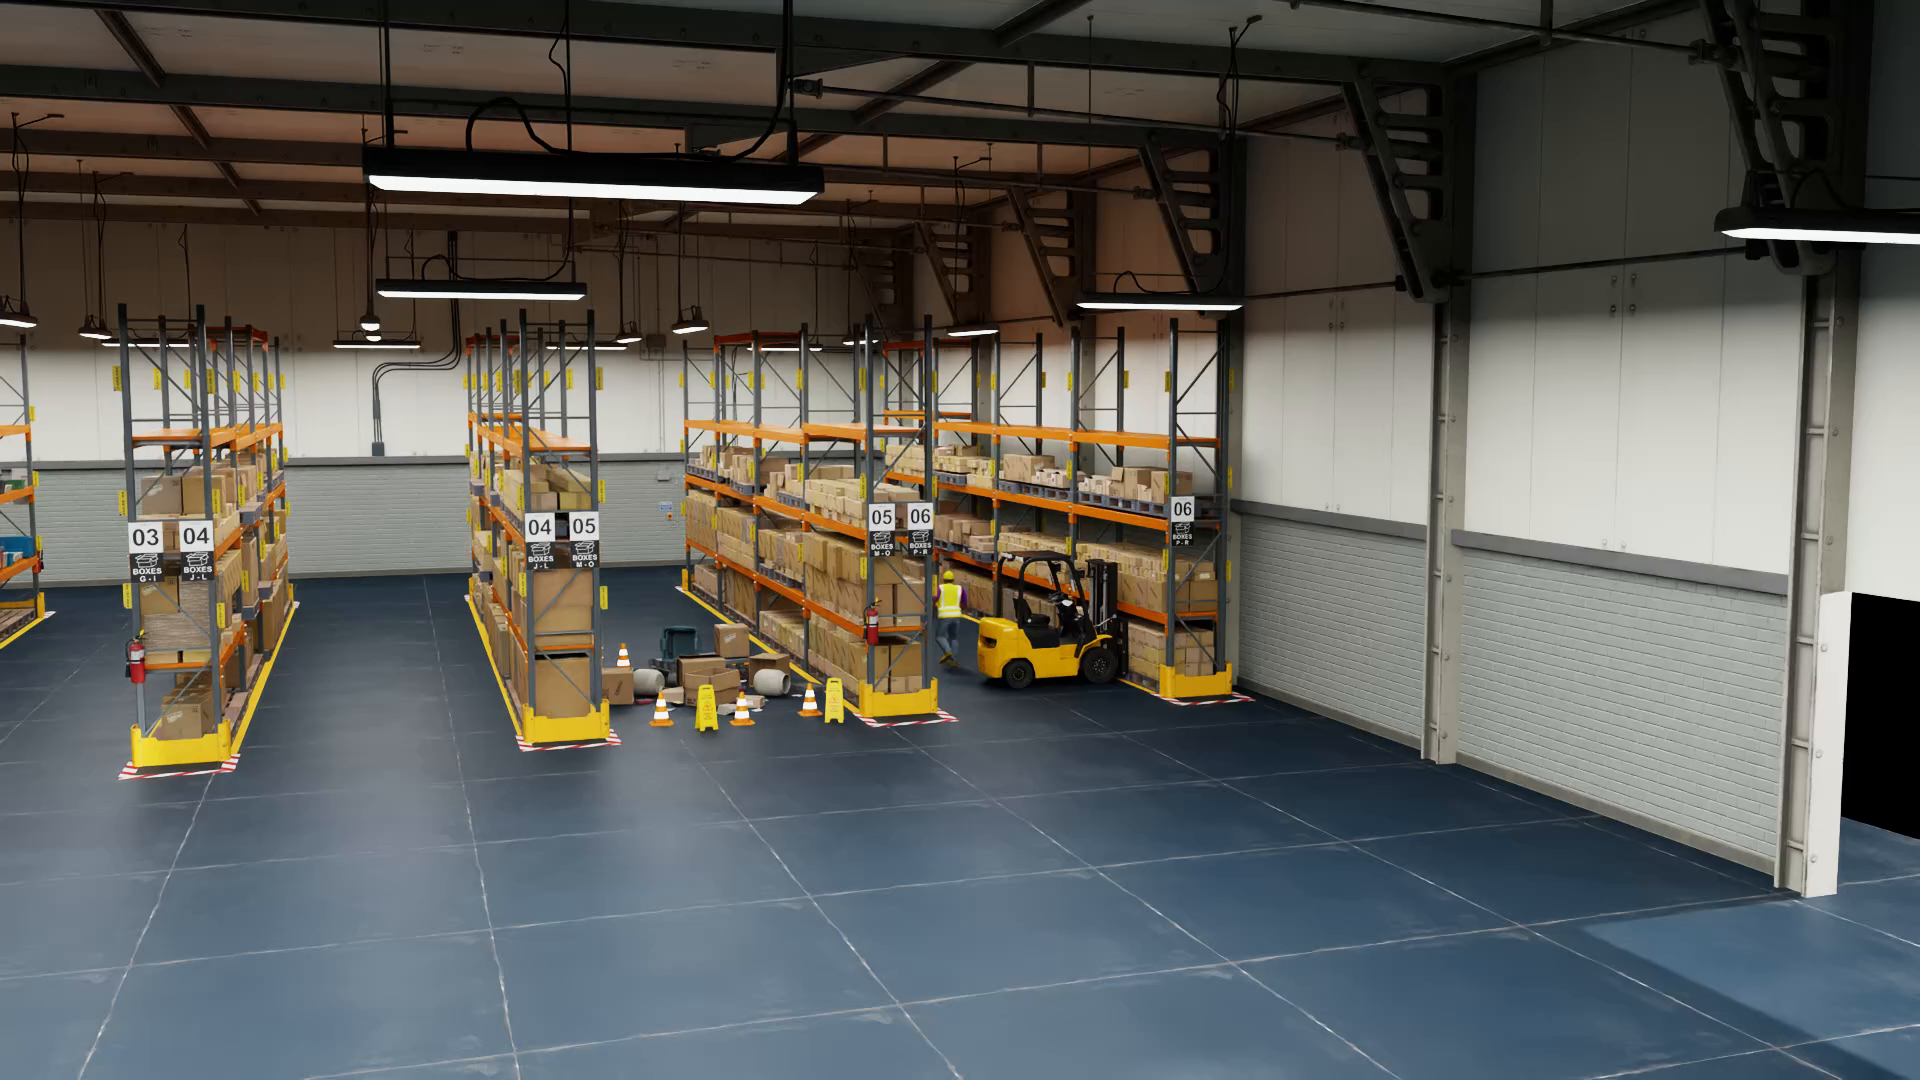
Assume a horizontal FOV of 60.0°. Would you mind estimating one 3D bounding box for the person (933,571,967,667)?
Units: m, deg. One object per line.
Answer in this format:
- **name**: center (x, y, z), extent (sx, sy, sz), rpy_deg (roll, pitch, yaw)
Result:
- **person**: center (-0.198, 1.388, 29.536), extent (0.705, 1.651, 0.758), rpy_deg (-2, 6, -18)
